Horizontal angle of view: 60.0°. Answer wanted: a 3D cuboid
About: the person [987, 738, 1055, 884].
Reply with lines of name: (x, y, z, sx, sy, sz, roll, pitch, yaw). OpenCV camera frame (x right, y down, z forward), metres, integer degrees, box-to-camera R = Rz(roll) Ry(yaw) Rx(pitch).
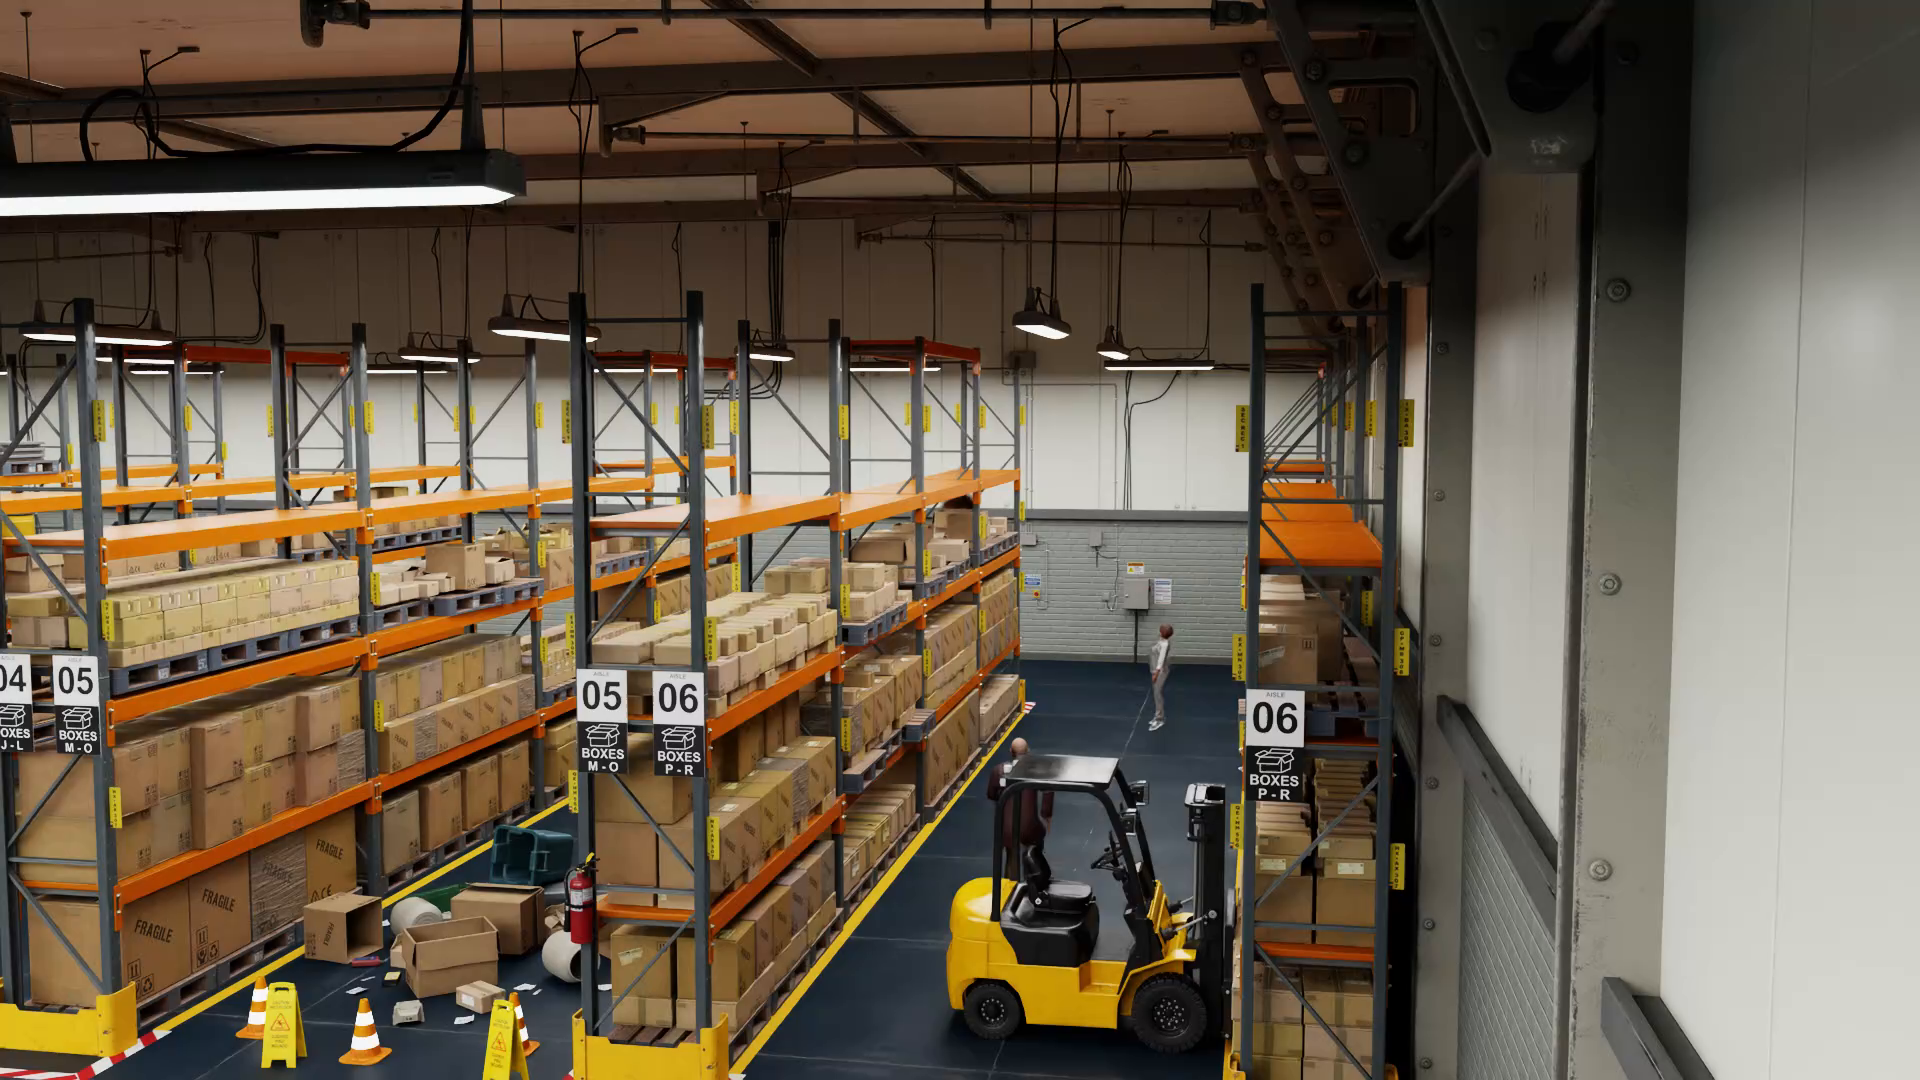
person: (0.656, 2.921, 17.275, 0.742, 1.757, 0.699, 1, 5, 14)

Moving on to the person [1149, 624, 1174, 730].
person: (3.084, 2.103, 25.792, 0.412, 1.618, 0.473, -1, 5, -10)
